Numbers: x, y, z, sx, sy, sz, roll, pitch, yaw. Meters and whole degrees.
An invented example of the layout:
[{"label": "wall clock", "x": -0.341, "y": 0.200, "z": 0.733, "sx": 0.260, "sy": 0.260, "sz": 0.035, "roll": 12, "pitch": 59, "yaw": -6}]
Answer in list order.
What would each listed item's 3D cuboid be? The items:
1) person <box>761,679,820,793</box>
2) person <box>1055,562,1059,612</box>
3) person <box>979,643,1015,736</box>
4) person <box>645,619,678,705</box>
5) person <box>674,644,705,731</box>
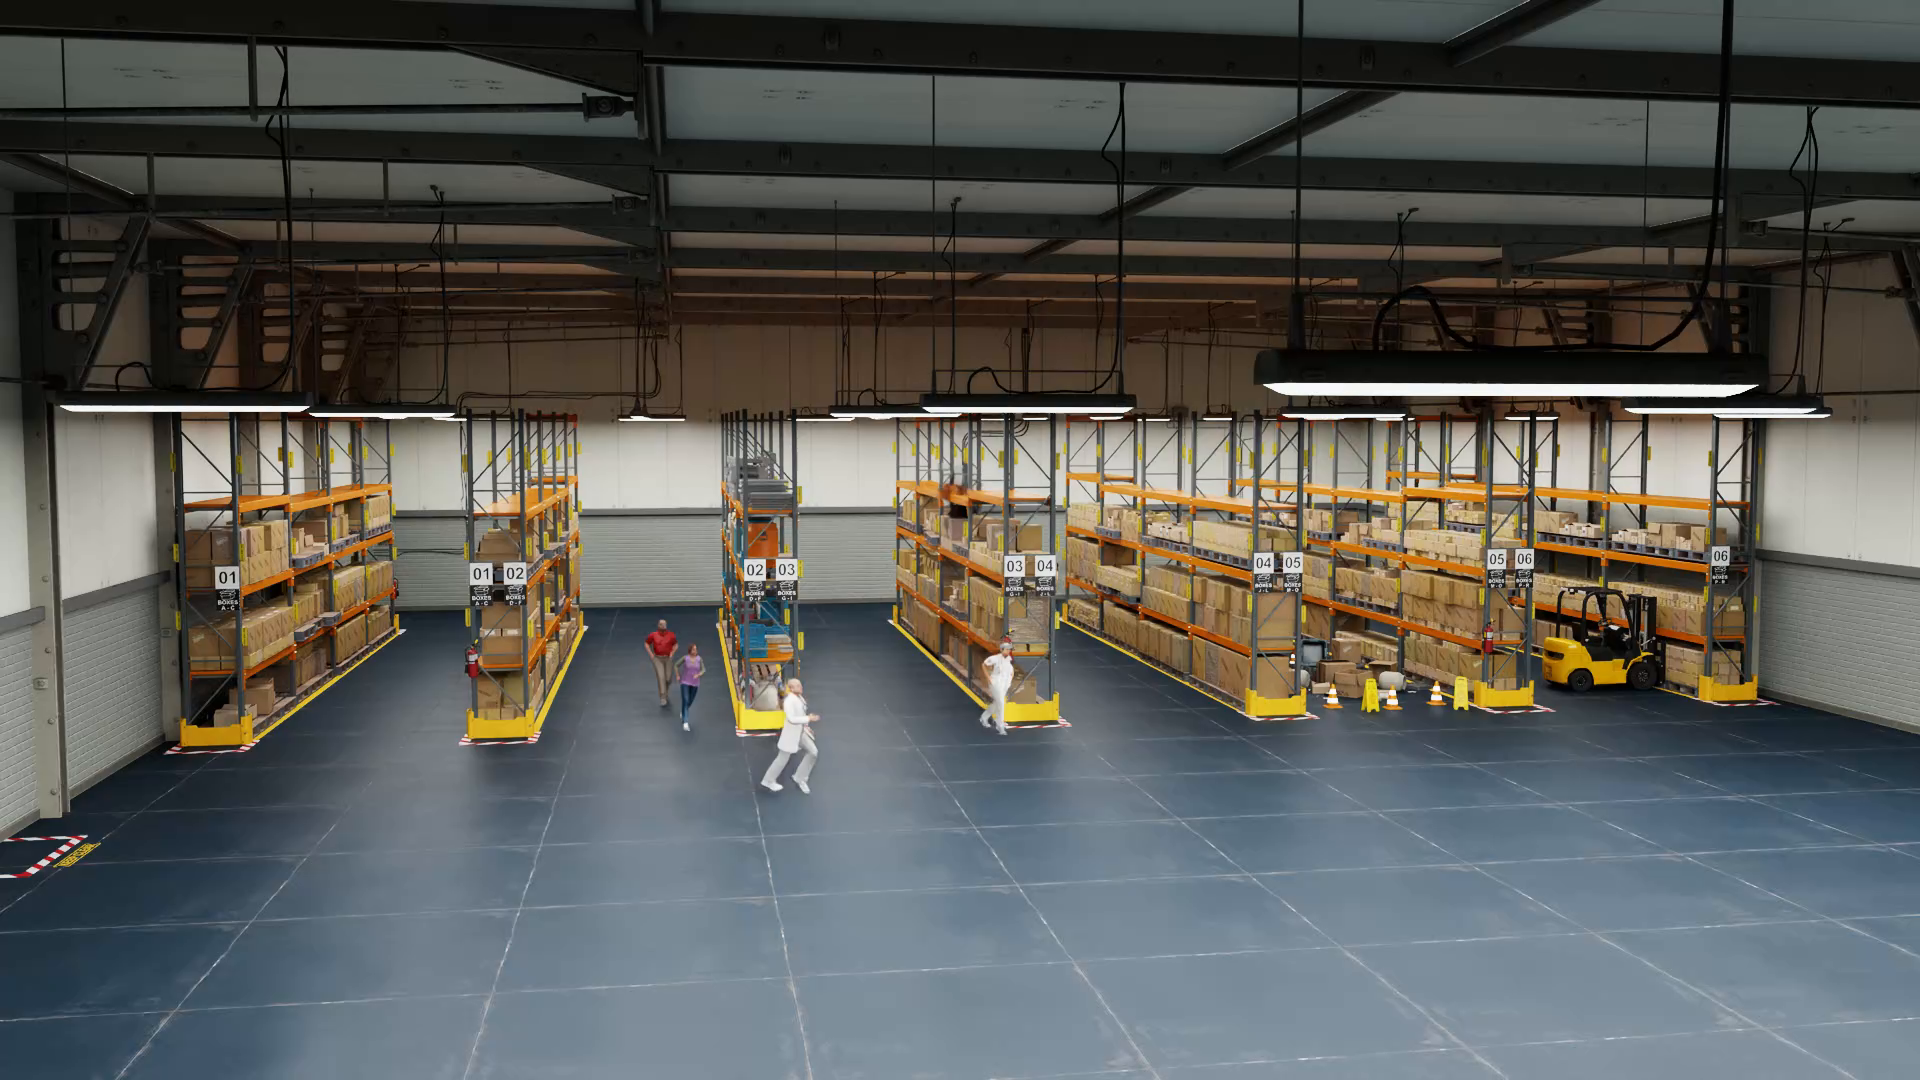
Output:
[{"label": "person", "x": -2.587, "y": 3.039, "z": 25.795, "sx": 0.965, "sy": 1.805, "sz": 0.728, "roll": 1, "pitch": 4, "yaw": 20}, {"label": "person", "x": 2.679, "y": 1.452, "z": 49.737, "sx": 0.550, "sy": 1.613, "sz": 0.700, "roll": -1, "pitch": 4, "yaw": -9}, {"label": "person", "x": 0.737, "y": 2.744, "z": 31.035, "sx": 0.625, "sy": 1.679, "sz": 0.878, "roll": -4, "pitch": 6, "yaw": -45}, {"label": "person", "x": -6.136, "y": 2.488, "z": 34.235, "sx": 0.671, "sy": 1.719, "sz": 0.774, "roll": -1, "pitch": 4, "yaw": -20}, {"label": "person", "x": -5.103, "y": 2.751, "z": 31.451, "sx": 0.567, "sy": 1.605, "sz": 0.824, "roll": -2, "pitch": 4, "yaw": -21}]
